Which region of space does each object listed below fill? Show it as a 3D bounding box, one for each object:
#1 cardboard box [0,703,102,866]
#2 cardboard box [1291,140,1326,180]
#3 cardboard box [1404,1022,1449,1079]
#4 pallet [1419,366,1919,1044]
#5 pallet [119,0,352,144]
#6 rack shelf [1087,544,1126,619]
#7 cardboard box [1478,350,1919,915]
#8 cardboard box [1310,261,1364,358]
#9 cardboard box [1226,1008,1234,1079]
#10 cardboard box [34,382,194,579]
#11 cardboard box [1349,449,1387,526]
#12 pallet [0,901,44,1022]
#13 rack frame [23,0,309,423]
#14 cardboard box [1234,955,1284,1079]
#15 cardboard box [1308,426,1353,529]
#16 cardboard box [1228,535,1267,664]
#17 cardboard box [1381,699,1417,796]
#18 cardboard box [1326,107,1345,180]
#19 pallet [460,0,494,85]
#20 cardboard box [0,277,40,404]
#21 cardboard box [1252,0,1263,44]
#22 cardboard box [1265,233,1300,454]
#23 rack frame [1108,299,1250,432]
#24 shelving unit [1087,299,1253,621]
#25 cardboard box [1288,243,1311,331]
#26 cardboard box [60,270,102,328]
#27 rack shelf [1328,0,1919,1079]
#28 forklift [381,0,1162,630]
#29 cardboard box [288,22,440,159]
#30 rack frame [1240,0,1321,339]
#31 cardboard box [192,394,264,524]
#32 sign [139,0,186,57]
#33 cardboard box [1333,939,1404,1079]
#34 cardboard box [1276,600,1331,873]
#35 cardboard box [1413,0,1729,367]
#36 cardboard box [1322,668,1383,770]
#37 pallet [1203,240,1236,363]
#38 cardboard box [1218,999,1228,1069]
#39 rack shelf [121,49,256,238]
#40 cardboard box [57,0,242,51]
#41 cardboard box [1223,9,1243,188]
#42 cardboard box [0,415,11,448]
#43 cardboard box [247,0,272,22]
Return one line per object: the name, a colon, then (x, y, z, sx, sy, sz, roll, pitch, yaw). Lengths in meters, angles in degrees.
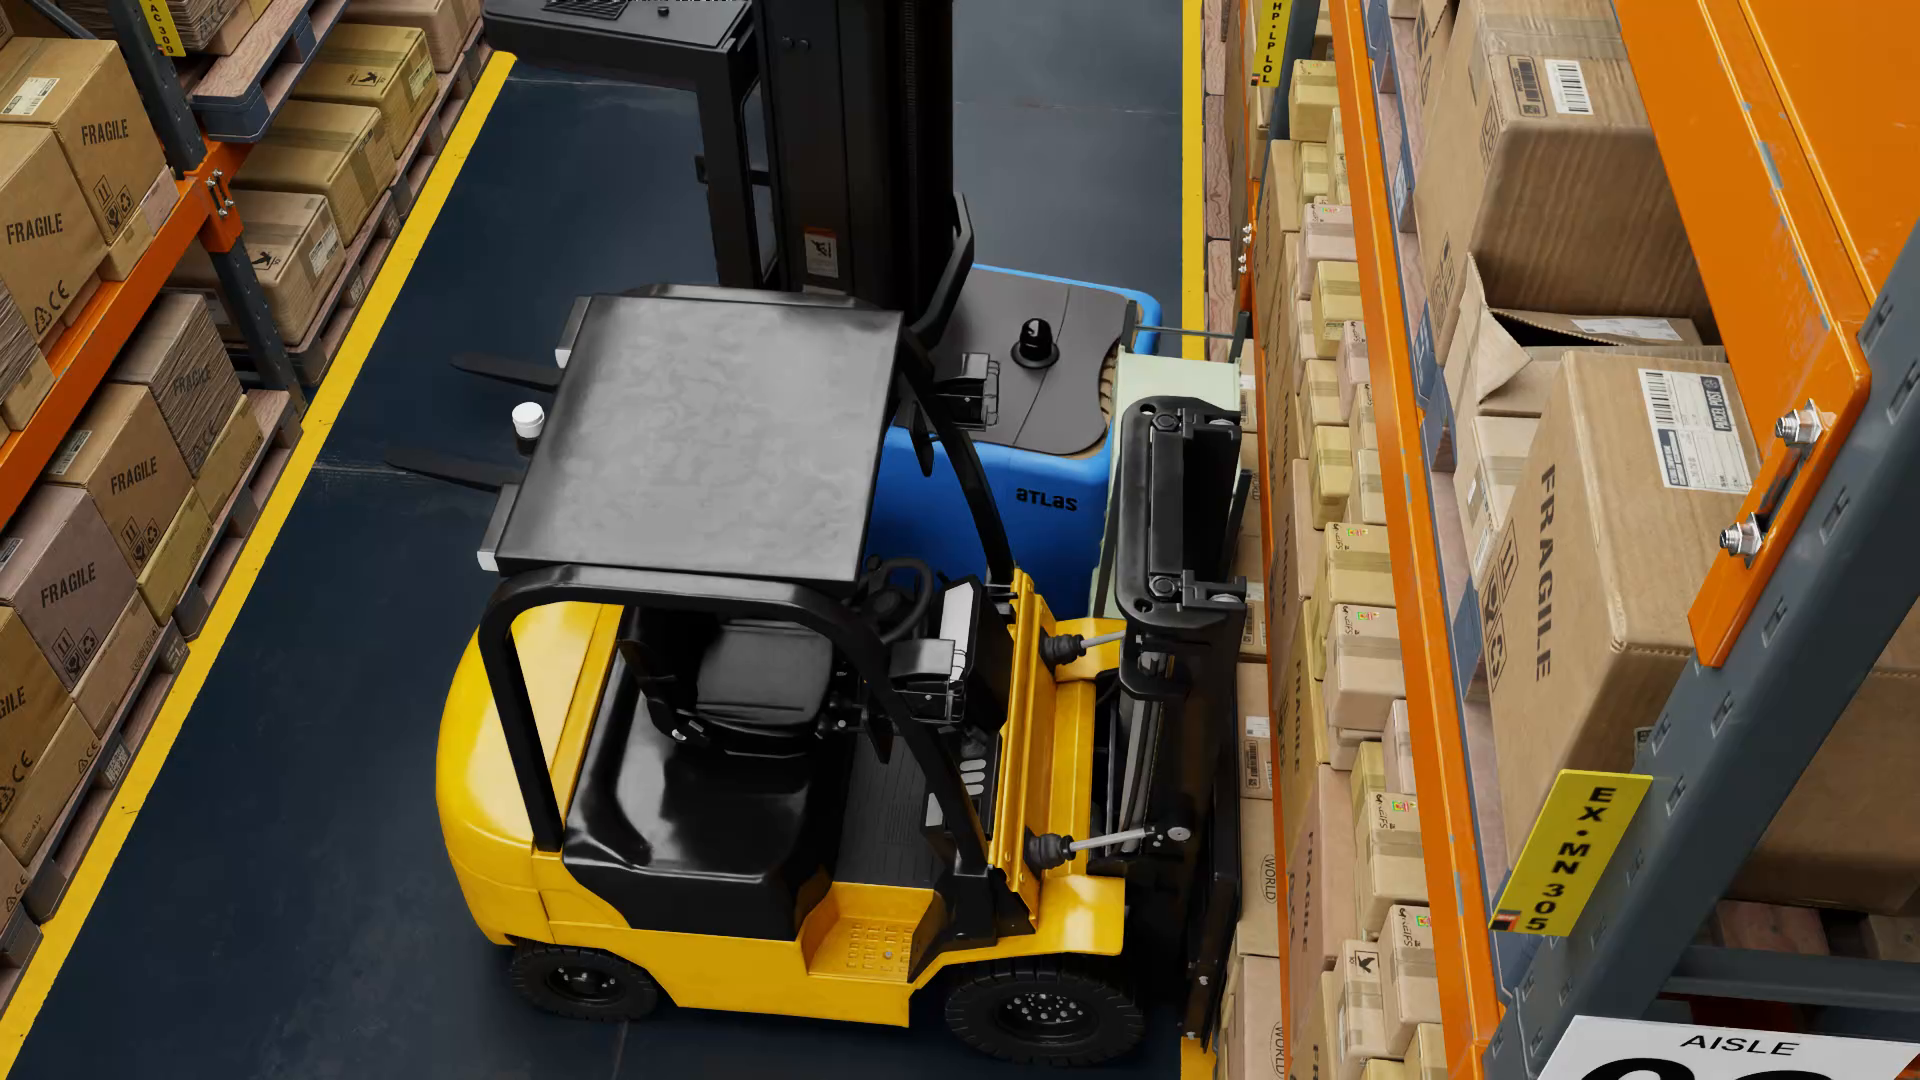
cardboard box: (-3.291, 0.788, 5.601, 0.500, 0.250, 0.500, 7, 48, 6)
cardboard box: (1.286, -1.292, 5.417, 0.380, 0.149, 0.250, 3, 48, 3)
cardboard box: (1.035, 1.053, 3.071, 0.380, 0.149, 0.250, 4, 48, 4)
pallet: (1.303, 0.183, 2.603, 1.003, 0.211, 1.213, 4, 48, 4)
pallet: (-3.152, -2.074, 6.770, 1.003, 0.211, 1.213, 4, 48, 4)
rack shelf: (0.661, 0.233, 5.975, 0.431, 0.370, 0.720, 6, 48, 2)
cardboard box: (1.010, 0.120, 2.180, 0.500, 0.500, 0.500, 5, 48, 5)
cardboard box: (1.182, -0.633, 4.613, 0.380, 0.149, 0.250, 3, 48, 3)
cardboard box: (1.002, 1.555, 4.561, 0.500, 0.250, 0.500, 3, 48, 3)
cardboard box: (-3.198, -0.227, 6.021, 0.500, 0.500, 0.500, 5, 48, 4)
cardboard box: (1.169, -0.074, 4.102, 0.380, 0.149, 0.250, 4, 48, 4)
pallet: (-3.615, 1.643, 5.130, 1.003, 0.211, 1.213, 4, 48, 4)
rack frame: (-3.366, -1.587, 6.194, 1.000, 3.000, 0.127, 4, 48, 4)
cardboard box: (0.985, 1.398, 4.366, 0.500, 0.250, 0.500, 5, 48, 4)
cardboard box: (1.125, -0.157, 4.379, 0.380, 0.149, 0.250, 3, 48, 3)
cardboard box: (1.130, 0.269, 5.398, 0.500, 0.250, 0.500, 5, 48, 5)
cardboard box: (1.120, 0.498, 3.579, 0.380, 0.149, 0.250, 4, 48, 4)
cardboard box: (1.336, -1.195, 5.127, 0.380, 0.149, 0.250, 5, 48, 4)
pallet: (-3.074, -3.011, 9.387, 1.003, 0.211, 1.213, 4, 48, 4)
cardboard box: (-3.242, -0.617, 5.038, 0.500, 0.500, 0.500, 5, 48, 5)
cardboard box: (1.407, -2.130, 6.454, 0.500, 0.250, 0.500, 3, 48, 3)
cardboard box: (1.246, -0.597, 5.221, 0.500, 0.500, 0.500, 5, 48, 4)
rack frame: (0.713, -0.255, 5.979, 0.400, 1.500, 0.023, 6, 48, 2)
shelving unit: (0.674, 0.014, 5.733, 0.431, 1.500, 0.755, 6, 48, 2)
cardboard box: (1.172, -0.732, 4.905, 0.380, 0.149, 0.250, 5, 48, 4)
cardboard box: (-3.209, -0.875, 5.714, 0.380, 0.149, 0.250, 4, 48, 4)
rack shelf: (1.395, -0.622, 3.634, 0.919, 0.124, 3.809, 4, 48, 4)
forklift: (-0.812, -1.116, 5.810, 3.031, 2.935, 1.130, 11, 49, 10)
cardboard box: (-3.197, -2.267, 8.313, 0.950, 0.372, 0.625, 5, 48, 5)
rack frame: (1.577, -1.256, 5.892, 1.000, 3.000, 0.127, 4, 48, 4)
cardboard box: (-3.153, -0.348, 6.640, 0.500, 0.250, 0.500, 6, 48, 5)
sign: (-2.825, -1.848, 5.847, 0.100, 0.325, 0.005, 4, 48, 4)
cardboard box: (0.959, 0.968, 3.351, 0.380, 0.149, 0.250, 5, 48, 4)
cardboard box: (1.099, 0.513, 4.206, 0.500, 0.500, 0.500, 3, 48, 3)
cardboard box: (1.203, -0.625, 2.862, 0.700, 0.500, 0.500, 4, 48, 4)
cardboard box: (1.055, 0.400, 3.870, 0.380, 0.149, 0.250, 2, 48, 2)
pallet: (1.605, -0.859, 7.418, 1.003, 0.211, 1.213, 4, 48, 4)
cardboard box: (1.050, 1.372, 5.067, 0.500, 0.250, 0.500, 4, 48, 4)
rack shelf: (-3.184, -2.814, 7.804, 1.077, 0.370, 4.000, 4, 48, 4)
cardboard box: (-3.038, -2.188, 6.190, 0.500, 0.500, 0.500, 5, 48, 4)
cardboard box: (1.758, -2.102, 7.991, 0.875, 0.625, 0.625, 2, 48, 2)
cardboard box: (-3.234, -0.312, 5.199, 0.380, 0.149, 0.250, 3, 48, 3)
cardboard box: (-2.970, -2.211, 6.651, 0.380, 0.149, 0.250, 5, 48, 4)
